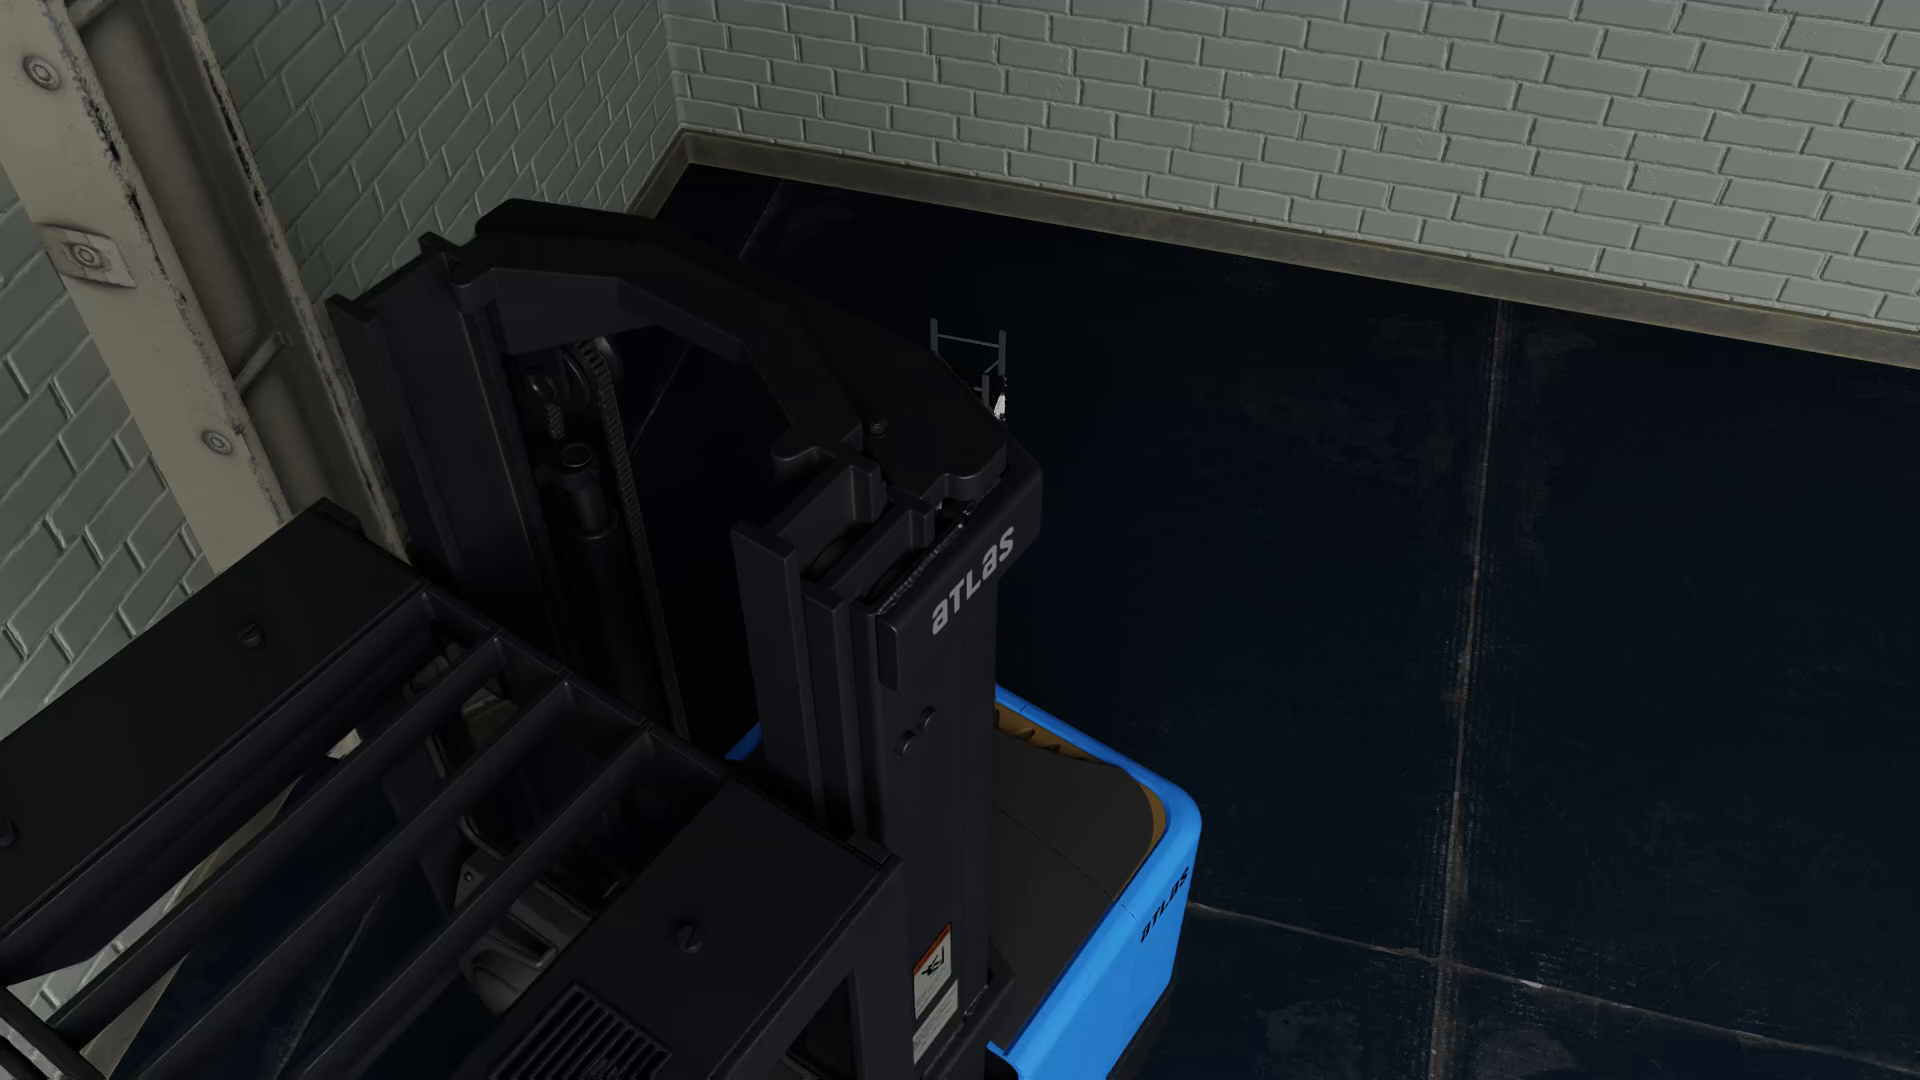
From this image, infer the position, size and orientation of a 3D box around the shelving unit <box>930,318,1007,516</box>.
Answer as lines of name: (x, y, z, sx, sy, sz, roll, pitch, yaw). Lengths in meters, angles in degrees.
shelving unit: (-0.002, -0.292, 5.407, 0.258, 0.900, 0.210, 12, 50, 10)

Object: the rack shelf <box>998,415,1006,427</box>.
rack shelf: (-0.002, -0.329, 5.365, 0.258, 0.077, 0.200, 12, 50, 10)

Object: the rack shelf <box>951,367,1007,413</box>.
rack shelf: (-0.002, -0.449, 5.230, 0.258, 0.077, 0.200, 12, 50, 10)

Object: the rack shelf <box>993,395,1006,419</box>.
rack shelf: (-0.002, -0.389, 5.297, 0.258, 0.077, 0.200, 12, 50, 10)

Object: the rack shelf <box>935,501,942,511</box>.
rack shelf: (-0.002, -0.151, 5.567, 0.258, 0.077, 0.200, 12, 50, 10)

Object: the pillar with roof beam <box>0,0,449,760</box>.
pillar with roof beam: (2.315, -1.588, 1.149, 9.100, 9.000, 0.400, 12, 50, 10)

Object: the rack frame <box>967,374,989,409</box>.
rack frame: (-0.029, -0.218, 5.343, 0.240, 0.900, 0.006, 12, 50, 10)

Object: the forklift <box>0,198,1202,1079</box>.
forklift: (-0.689, 1.034, 2.883, 1.130, 2.935, 3.031, 28, 54, 22)

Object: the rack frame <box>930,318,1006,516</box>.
rack frame: (0.025, -0.365, 5.472, 0.240, 0.900, 0.006, 12, 50, 10)
